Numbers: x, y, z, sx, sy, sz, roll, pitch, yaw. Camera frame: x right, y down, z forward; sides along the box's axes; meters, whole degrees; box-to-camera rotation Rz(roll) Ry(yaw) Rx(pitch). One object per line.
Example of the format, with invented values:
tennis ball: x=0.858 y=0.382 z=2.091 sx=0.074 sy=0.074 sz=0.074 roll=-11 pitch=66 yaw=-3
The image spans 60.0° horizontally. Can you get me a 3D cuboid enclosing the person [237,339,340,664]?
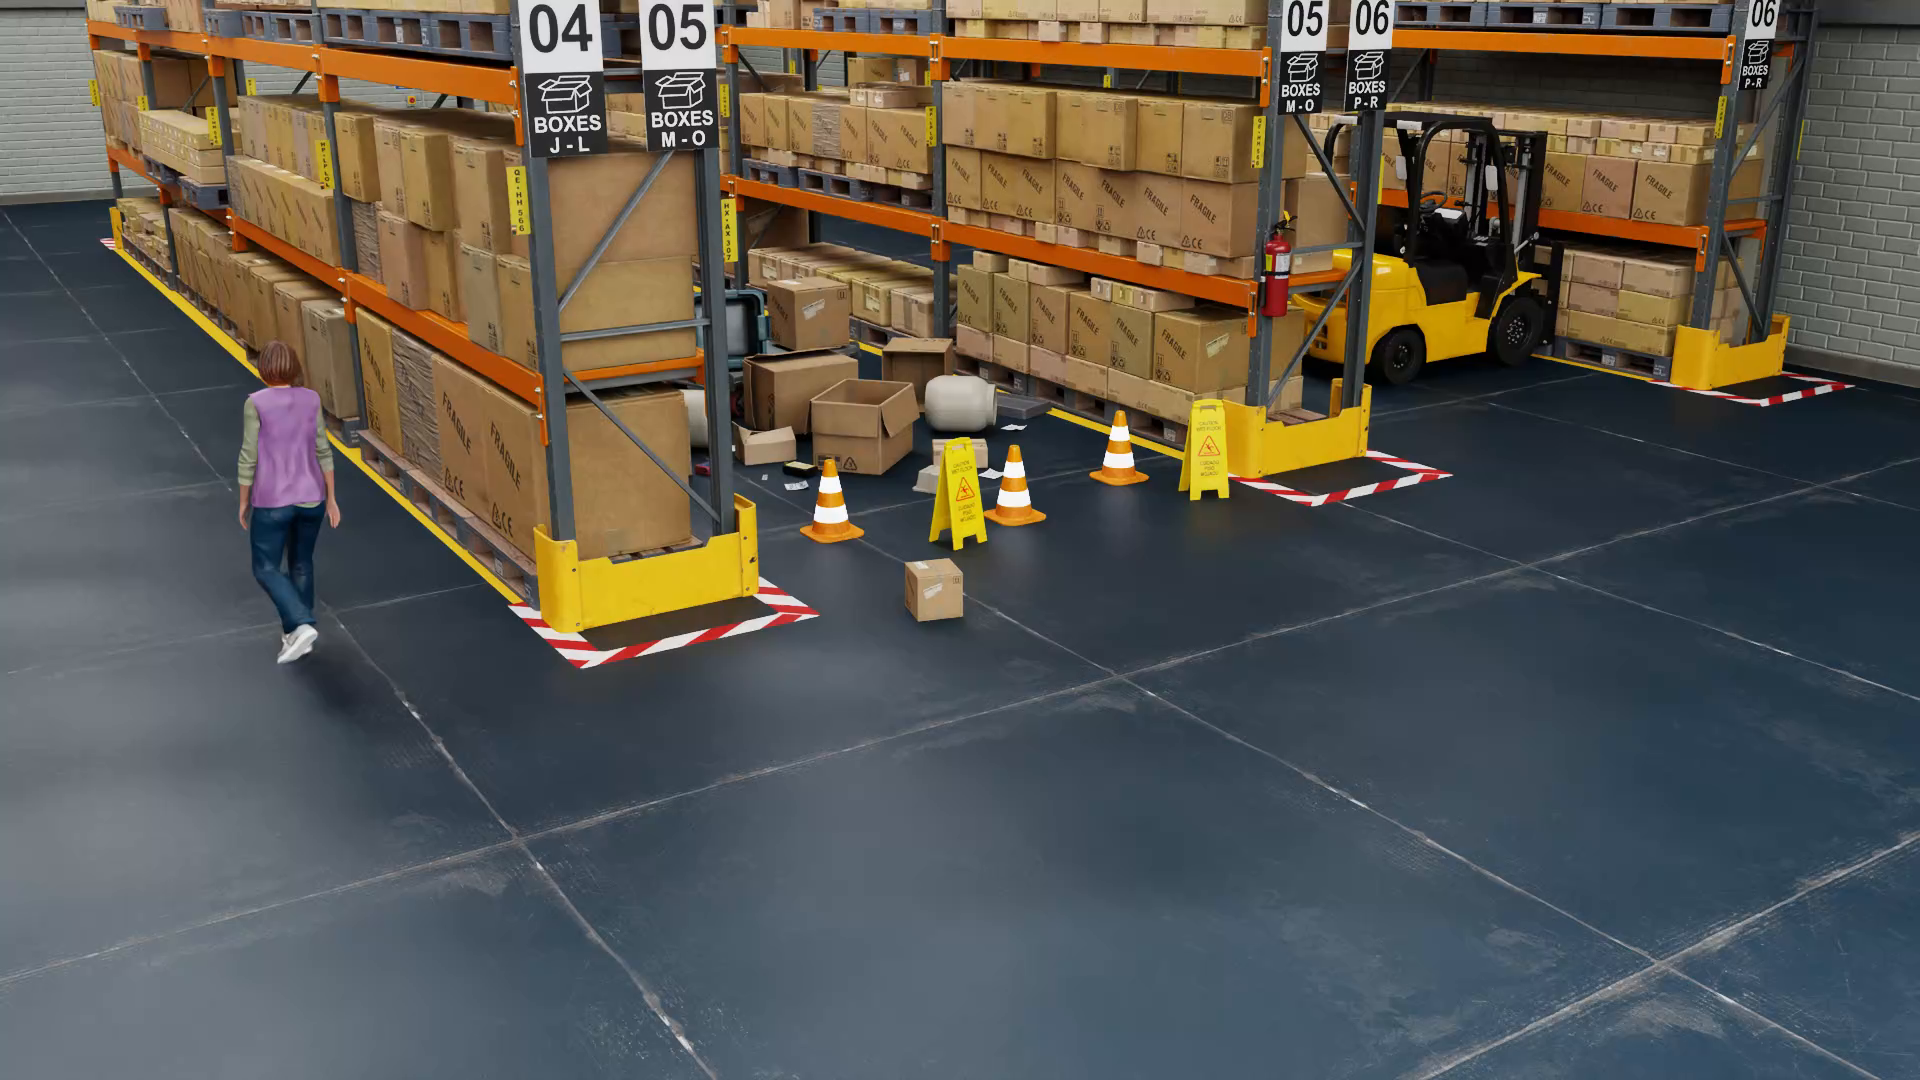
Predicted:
person: x=-3.214 y=-0.162 z=8.026 sx=0.482 sy=1.574 sz=0.687 roll=-16 pitch=24 yaw=-40
